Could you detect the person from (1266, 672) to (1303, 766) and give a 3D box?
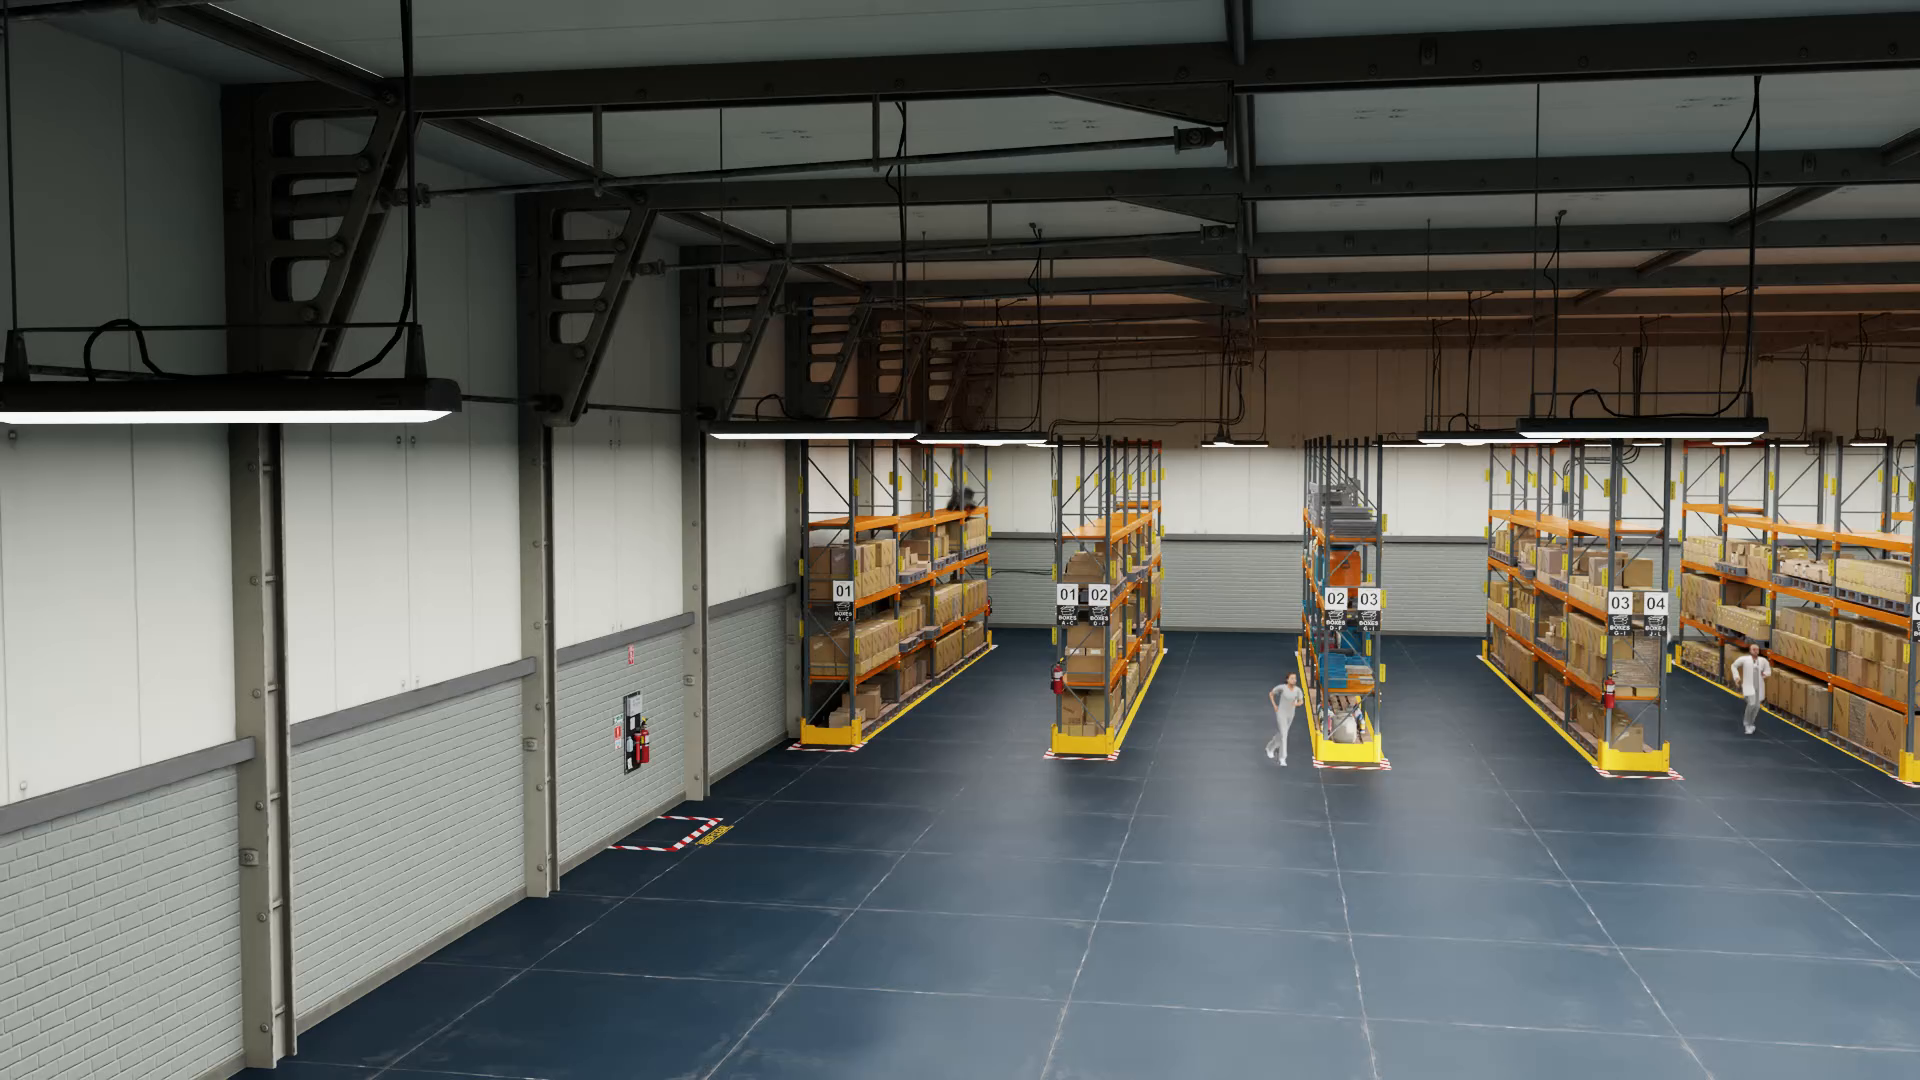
[{"bbox_3d":[5.982,3.268,30.559,0.562,1.729,0.816,-1,3,-18],"label":"person"}]

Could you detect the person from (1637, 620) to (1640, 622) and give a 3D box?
[{"bbox_3d":[18.391,2.481,45.410,0.813,1.556,0.595,-1,3,-11],"label":"person"}]

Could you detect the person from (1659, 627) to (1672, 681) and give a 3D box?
[{"bbox_3d":[17.381,2.664,41.395,0.622,1.686,0.707,1,3,17],"label":"person"}]

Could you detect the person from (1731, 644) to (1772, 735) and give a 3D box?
[{"bbox_3d":[16.038,3.022,33.638,0.674,1.828,0.811,0,3,3],"label":"person"}]

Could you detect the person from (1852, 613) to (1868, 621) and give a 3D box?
[{"bbox_3d":[24.410,2.433,45.068,0.651,1.724,0.716,1,3,24],"label":"person"}]
